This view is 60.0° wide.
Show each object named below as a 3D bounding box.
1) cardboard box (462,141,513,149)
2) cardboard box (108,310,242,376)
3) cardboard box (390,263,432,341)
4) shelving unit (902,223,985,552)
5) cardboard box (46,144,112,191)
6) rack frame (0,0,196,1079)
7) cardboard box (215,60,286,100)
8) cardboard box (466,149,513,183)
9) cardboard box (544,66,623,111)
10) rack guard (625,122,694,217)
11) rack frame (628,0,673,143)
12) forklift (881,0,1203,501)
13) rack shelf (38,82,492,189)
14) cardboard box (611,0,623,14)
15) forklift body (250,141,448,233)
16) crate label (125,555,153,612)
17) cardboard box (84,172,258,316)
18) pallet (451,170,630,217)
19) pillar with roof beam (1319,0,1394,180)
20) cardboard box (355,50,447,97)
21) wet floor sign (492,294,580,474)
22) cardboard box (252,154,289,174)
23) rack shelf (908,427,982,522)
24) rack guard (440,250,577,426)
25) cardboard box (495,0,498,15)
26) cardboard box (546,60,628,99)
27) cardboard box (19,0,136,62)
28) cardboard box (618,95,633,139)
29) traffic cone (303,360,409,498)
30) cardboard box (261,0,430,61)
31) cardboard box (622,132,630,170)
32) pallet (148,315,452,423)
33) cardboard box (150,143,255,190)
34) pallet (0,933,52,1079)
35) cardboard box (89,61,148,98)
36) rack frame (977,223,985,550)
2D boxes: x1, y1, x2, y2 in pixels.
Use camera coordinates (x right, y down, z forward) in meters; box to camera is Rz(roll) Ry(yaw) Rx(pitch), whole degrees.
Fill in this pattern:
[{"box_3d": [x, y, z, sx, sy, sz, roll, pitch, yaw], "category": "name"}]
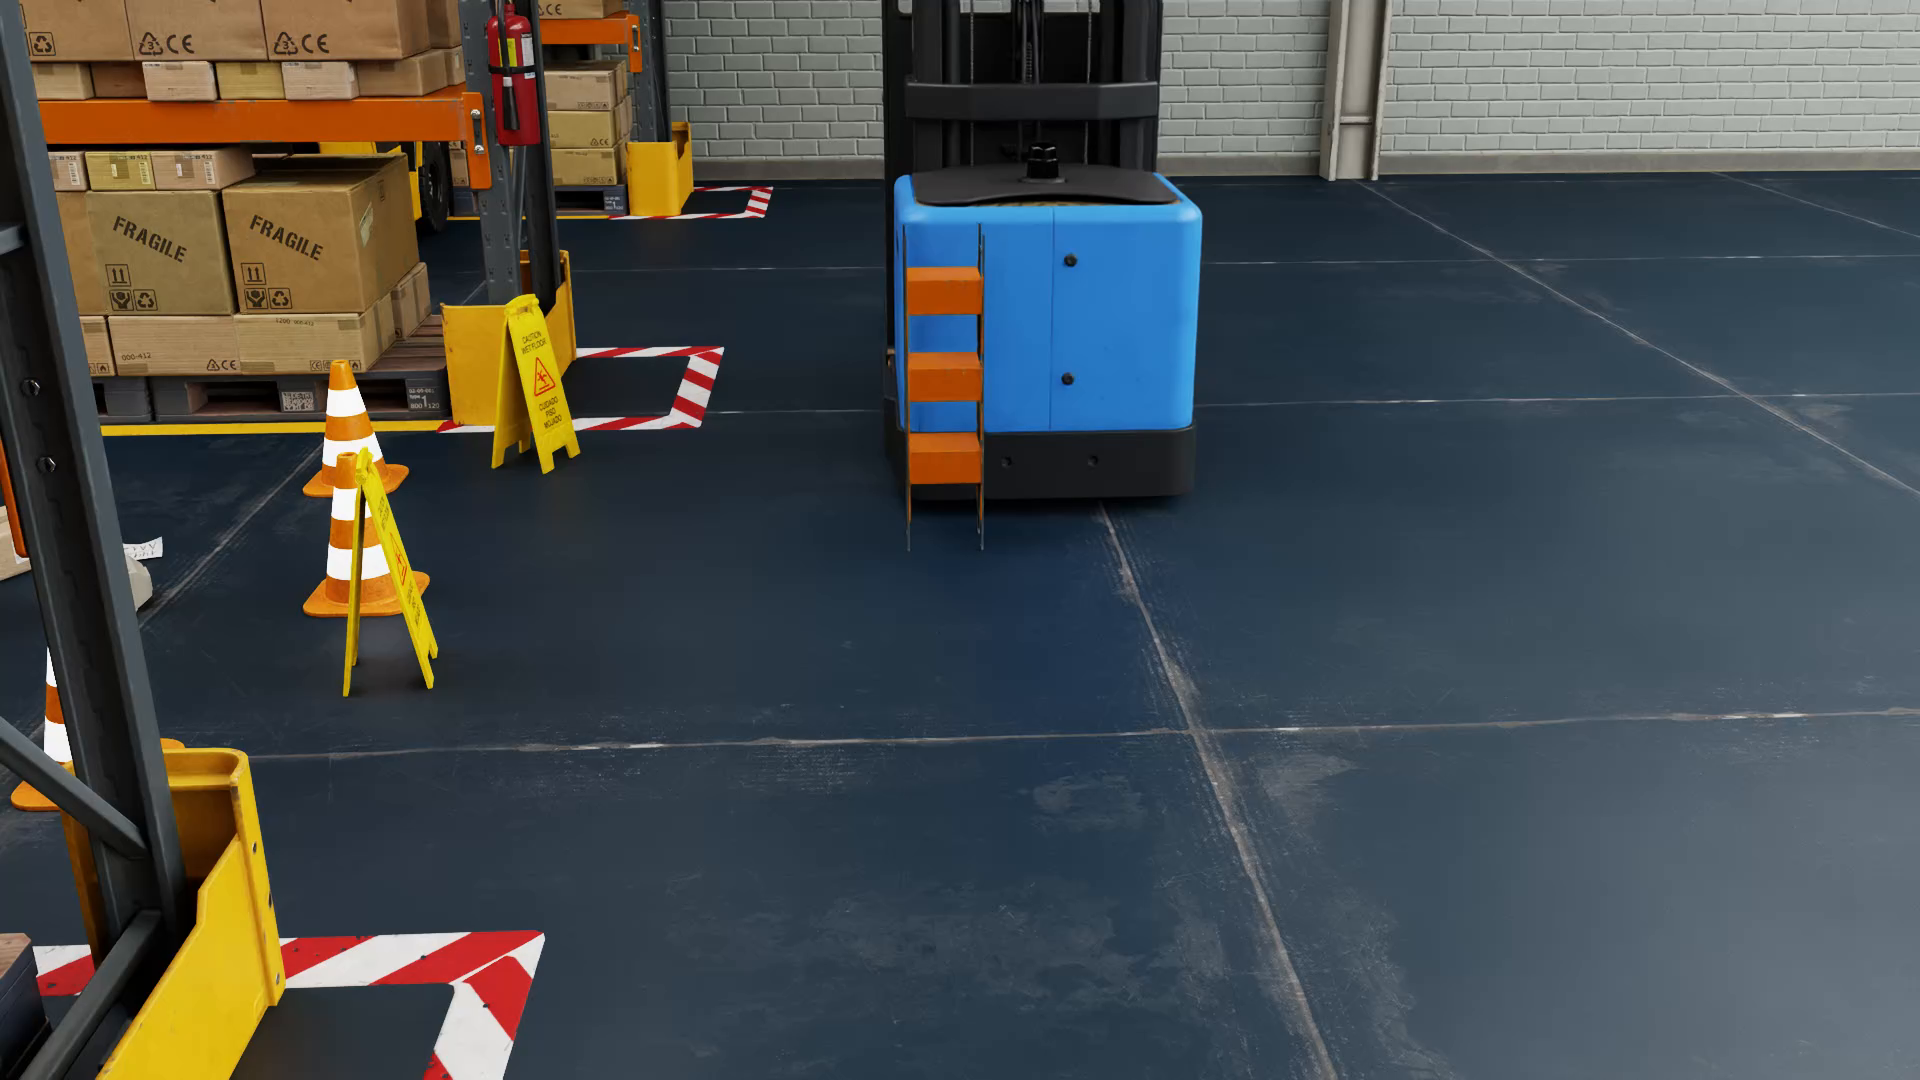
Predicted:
[{"box_3d": [-3.143, -2.864, 11.500, 0.500, 0.250, 0.500, -1, 21, -4], "category": "cardboard box"}, {"box_3d": [-3.196, -0.875, 6.977, 0.500, 0.250, 0.500, -1, 21, -3], "category": "cardboard box"}, {"box_3d": [-2.708, -1.076, 7.507, 0.500, 0.250, 0.500, -1, 21, -3], "category": "cardboard box"}, {"box_3d": [-0.053, -0.490, 5.431, 0.252, 1.050, 0.215, -1, 21, -3], "category": "shelving unit"}, {"box_3d": [-3.549, -1.499, 6.652, 0.250, 0.149, 0.380, 0, 21, -1], "category": "cardboard box"}, {"box_3d": [-1.503, -0.327, 2.264, 0.127, 3.000, 1.000, -1, 21, -3], "category": "rack frame"}, {"box_3d": [-2.752, -1.840, 6.592, 0.250, 0.149, 0.380, -2, 21, -4], "category": "cardboard box"}, {"box_3d": [-3.122, -2.629, 11.585, 0.500, 0.250, 0.500, -1, 21, -3], "category": "cardboard box"}, {"box_3d": [-2.616, -3.105, 11.429, 0.500, 0.250, 0.500, 0, 21, -1], "category": "cardboard box"}, {"box_3d": [-2.150, -2.679, 11.954, 0.348, 0.500, 1.175, -1, 21, -3], "category": "rack guard"}, {"box_3d": [-2.174, -3.846, 11.508, 0.127, 3.000, 1.000, -1, 21, -3], "category": "rack frame"}, {"box_3d": [0.225, -1.985, 6.716, 1.130, 2.935, 3.031, -1, 21, -3], "category": "forklift"}, {"box_3d": [-3.883, -1.706, 6.899, 4.000, 0.370, 1.077, -1, 21, -3], "category": "rack shelf"}, {"box_3d": [-2.684, -3.982, 11.723, 0.500, 0.500, 0.500, 0, 21, -1], "category": "cardboard box"}, {"box_3d": [-3.963, -2.763, 9.856, 1.214, 2.155, 2.313, -1, 21, -3], "category": "forklift body"}, {"box_3d": [-2.621, 0.147, 5.043, 0.298, 0.136, 0.250, -13, 24, -31], "category": "crate label"}, {"box_3d": [-3.193, -1.224, 6.841, 0.500, 0.500, 0.500, 0, 21, -1], "category": "cardboard box"}, {"box_3d": [-2.935, -2.513, 11.925, 1.213, 0.211, 1.003, -1, 21, -3], "category": "pallet"}, {"box_3d": [3.316, -5.549, 7.548, 0.400, 9.000, 9.100, -1, 21, -3], "category": "pillar with roof beam"}, {"box_3d": [-2.248, -1.882, 6.702, 0.250, 0.149, 0.380, 0, 21, -1], "category": "cardboard box"}, {"box_3d": [-1.636, -0.607, 6.308, 0.232, 0.644, 0.267, 6, 22, 16], "category": "wet floor sign"}, {"box_3d": [-3.253, -1.414, 7.340, 0.500, 0.500, 0.500, -2, 21, -5], "category": "cardboard box"}, {"box_3d": [-0.053, -0.220, 5.534, 0.240, 0.259, 0.215, -1, 21, -3], "category": "rack shelf"}, {"box_3d": [-1.963, -0.914, 7.318, 0.348, 0.500, 1.175, -1, 21, -3], "category": "rack guard"}, {"box_3d": [-3.169, -3.783, 11.200, 0.500, 0.500, 0.500, -1, 21, -1], "category": "cardboard box"}, {"box_3d": [-2.664, -3.282, 11.896, 0.500, 0.250, 0.500, -1, 21, -4], "category": "cardboard box"}, {"box_3d": [-3.413, -2.143, 6.475, 0.500, 0.500, 0.500, -1, 21, -3], "category": "cardboard box"}, {"box_3d": [-2.655, -3.056, 12.003, 0.500, 0.250, 0.500, -1, 21, -2], "category": "cardboard box"}, {"box_3d": [-2.242, -0.431, 6.102, 0.334, 0.463, 0.336, -1, 21, -3], "category": "traffic cone"}, {"box_3d": [-2.413, -2.160, 6.520, 0.500, 0.500, 0.500, -2, 21, -4], "category": "cardboard box"}, {"box_3d": [-2.675, -2.817, 12.079, 0.500, 0.250, 0.500, -1, 21, -3], "category": "cardboard box"}, {"box_3d": [-2.776, -0.775, 7.359, 1.213, 0.211, 1.003, -1, 21, -3], "category": "pallet"}, {"box_3d": [-3.034, -1.508, 6.675, 0.250, 0.149, 0.380, -1, 21, -1], "category": "cardboard box"}, {"box_3d": [-2.297, 1.020, 2.645, 1.213, 0.211, 1.003, -1, 21, -3], "category": "pallet"}, {"box_3d": [-3.271, -1.869, 6.667, 0.250, 0.149, 0.380, -1, 21, -2], "category": "cardboard box"}, {"box_3d": [0.068, -0.492, 5.438, 0.008, 1.050, 0.200, -1, 21, -3], "category": "rack frame"}]
